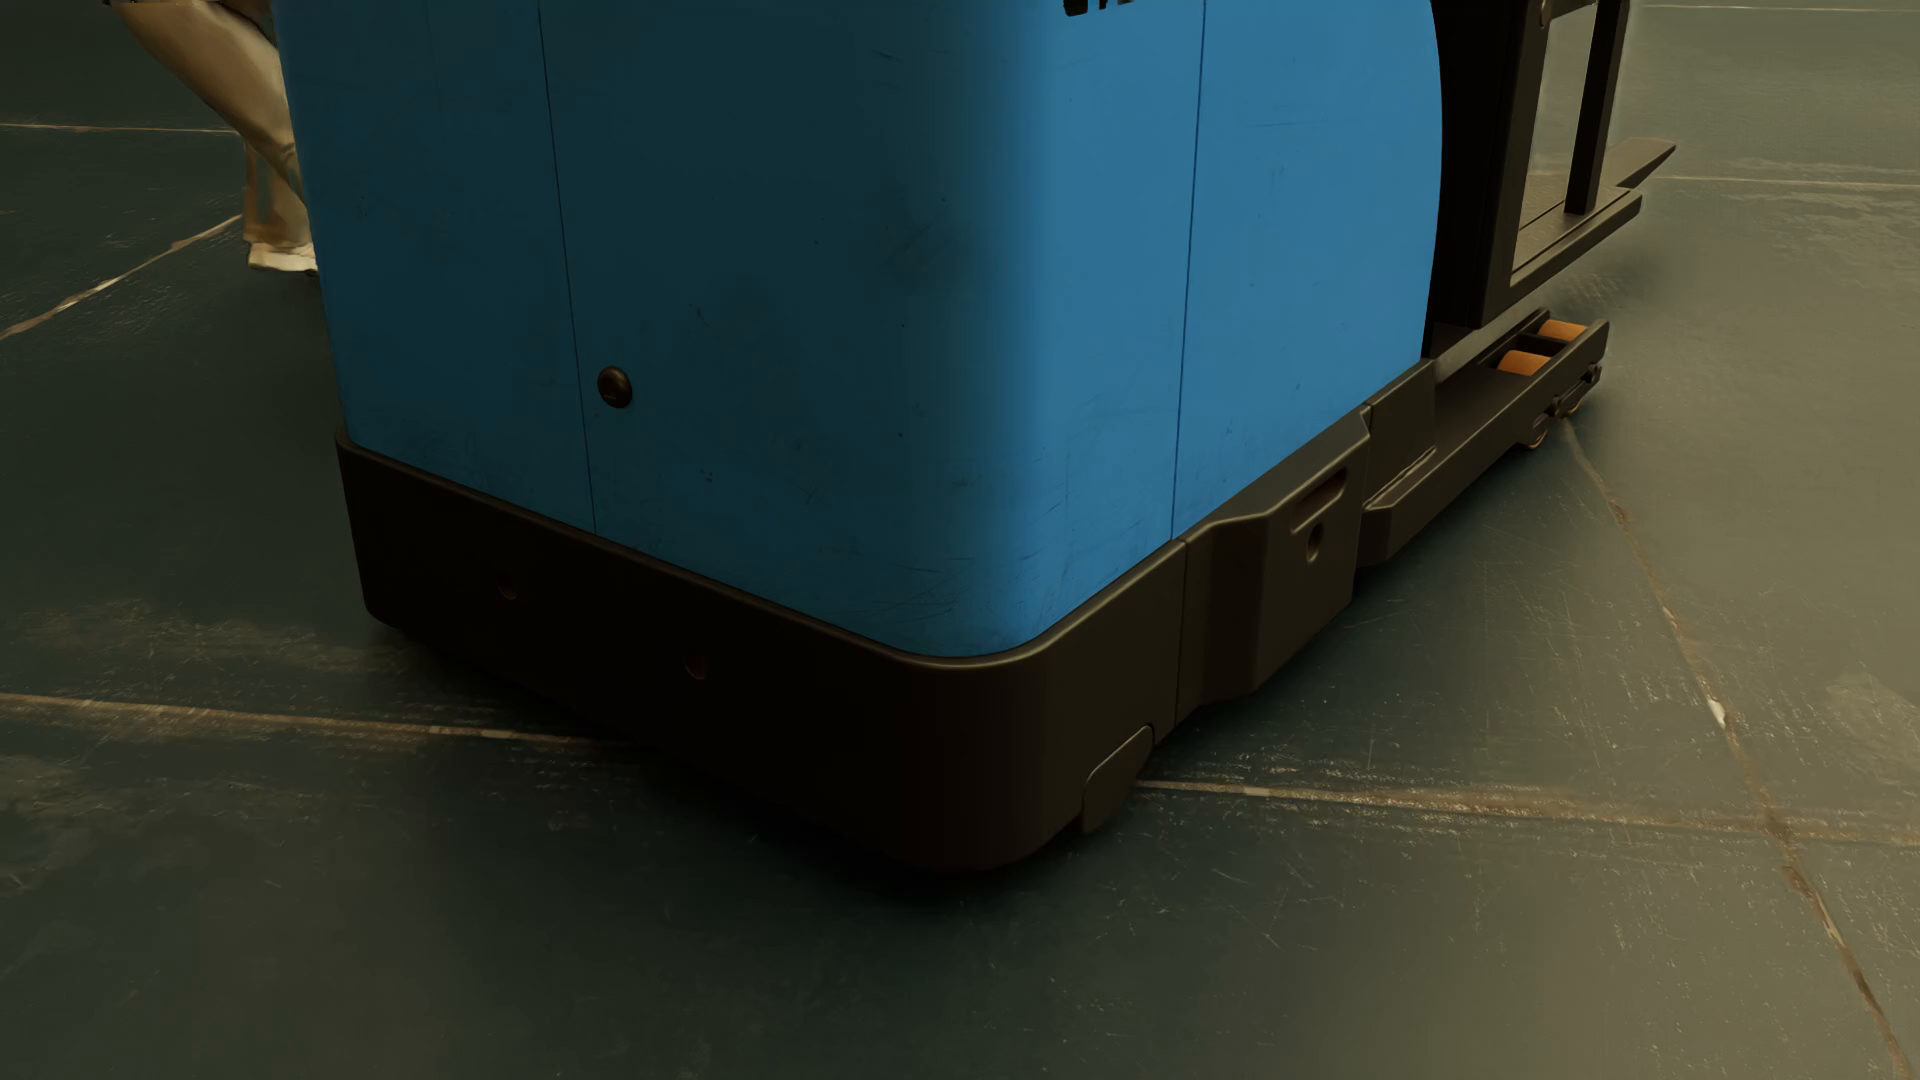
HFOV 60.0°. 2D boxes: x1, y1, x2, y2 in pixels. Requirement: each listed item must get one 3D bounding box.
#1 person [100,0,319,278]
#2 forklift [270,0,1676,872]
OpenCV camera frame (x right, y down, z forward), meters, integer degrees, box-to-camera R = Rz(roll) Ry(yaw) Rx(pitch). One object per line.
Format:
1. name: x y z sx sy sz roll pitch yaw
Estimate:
1. person: -1.192 -1.117 3.143 0.858 1.445 0.969 0 27 -1
2. forklift: 0.490 -1.578 2.380 1.130 2.935 3.031 18 32 32
